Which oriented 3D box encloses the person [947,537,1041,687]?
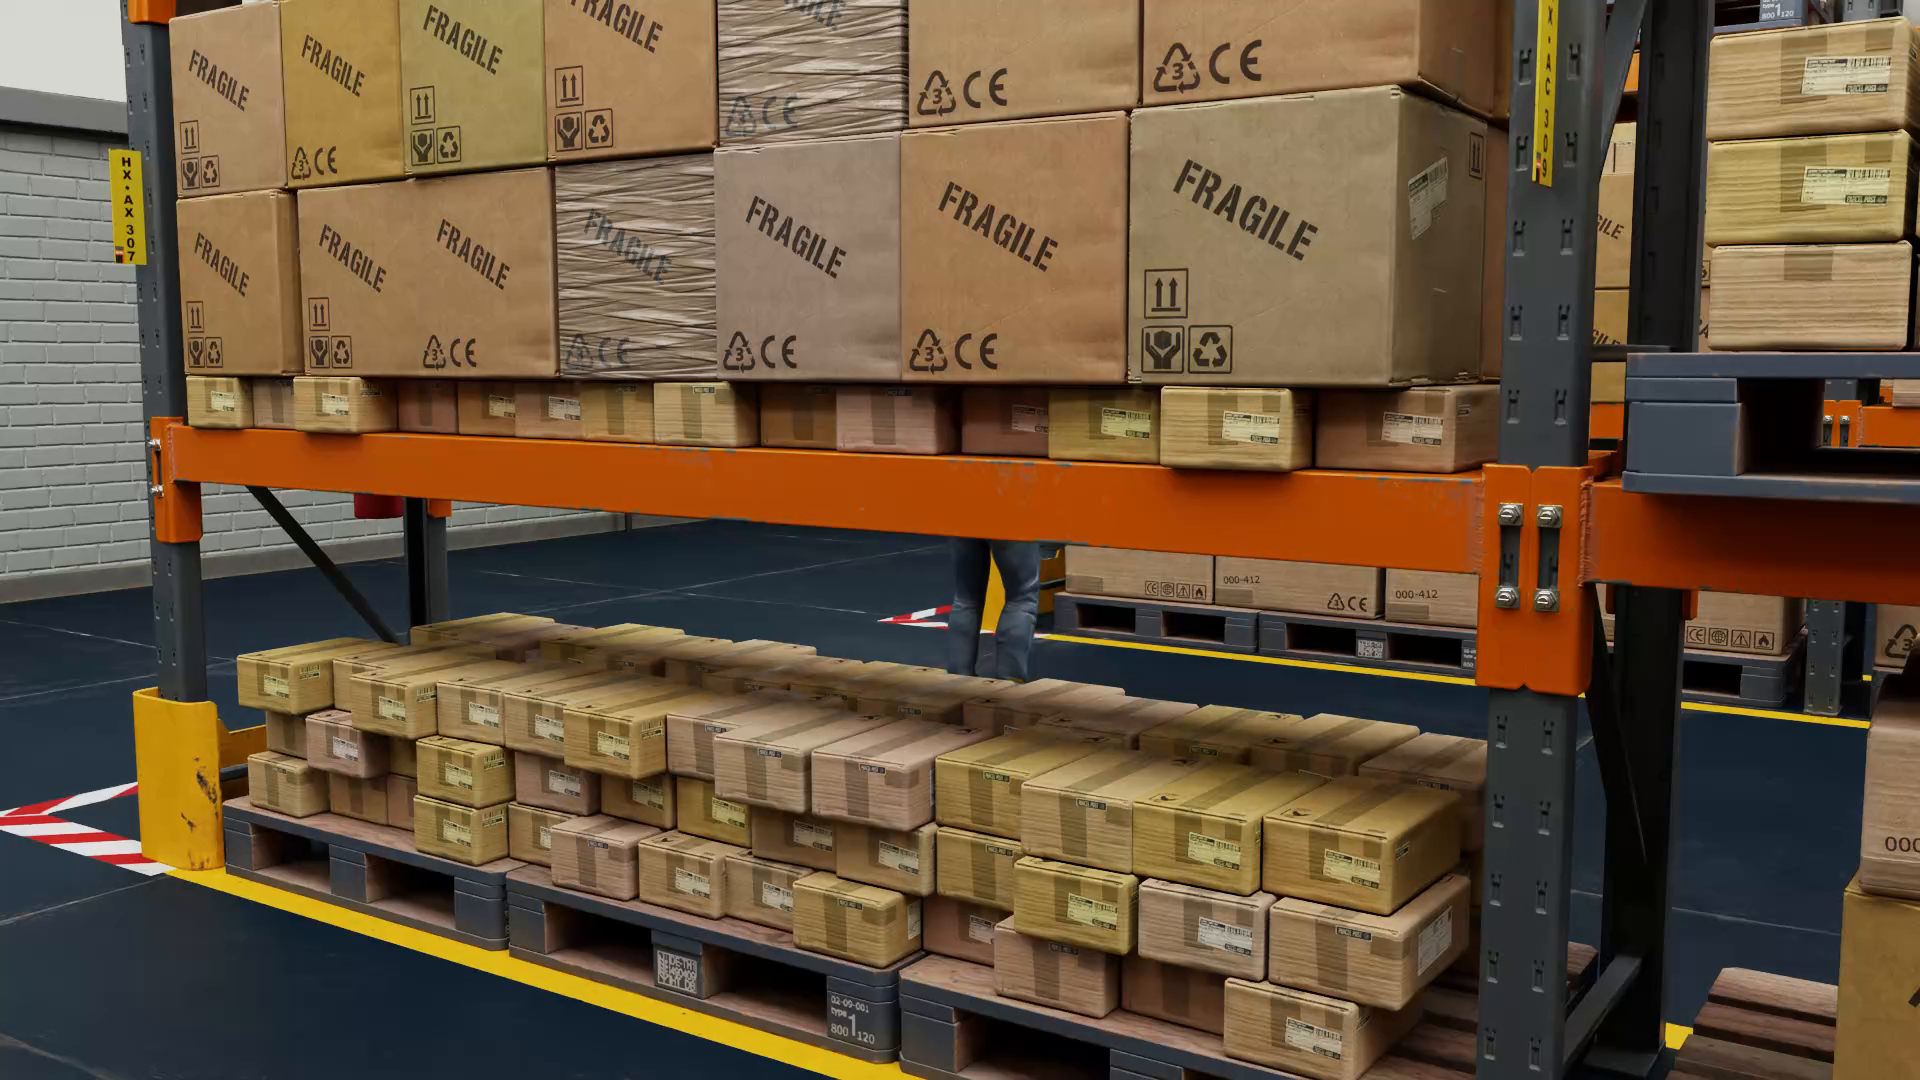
[{"bbox_3d":[0.183,-0.125,7.146,0.488,1.693,0.636,4,7,32],"label":"person"}]
